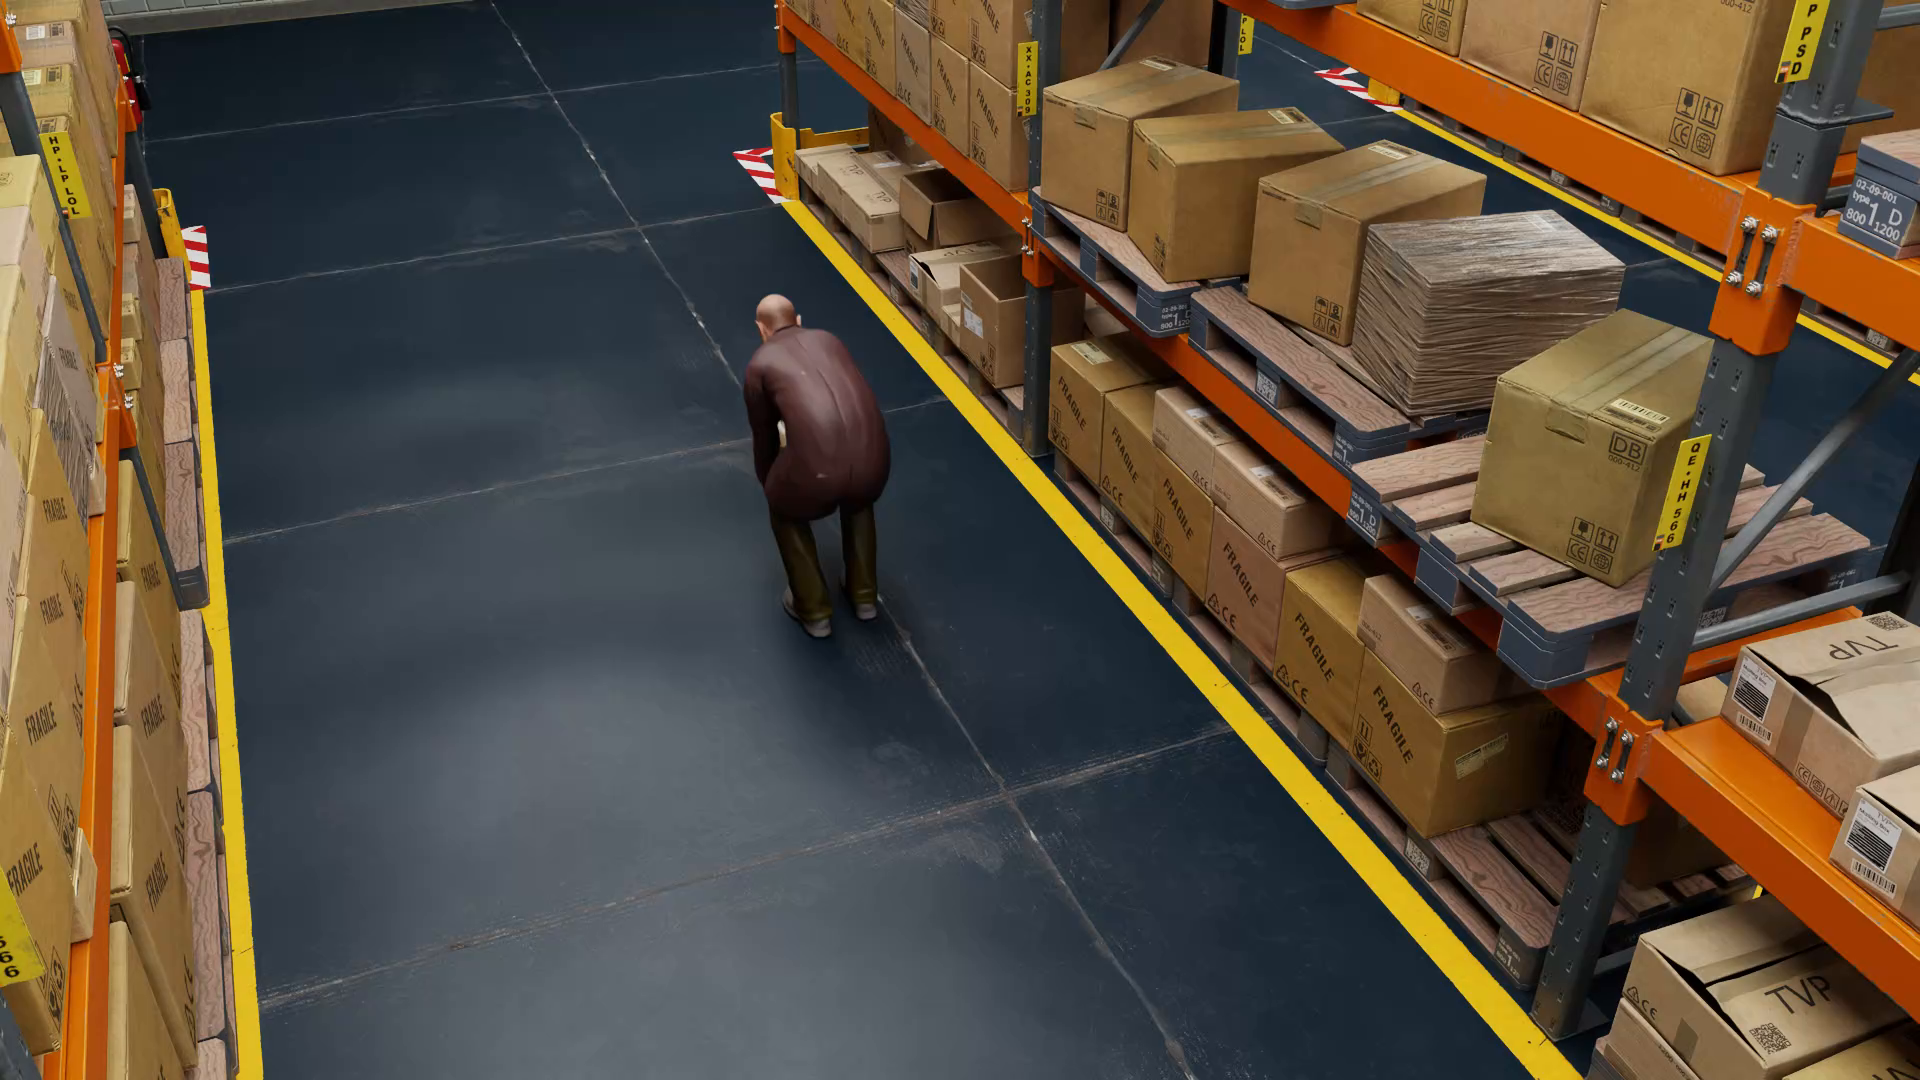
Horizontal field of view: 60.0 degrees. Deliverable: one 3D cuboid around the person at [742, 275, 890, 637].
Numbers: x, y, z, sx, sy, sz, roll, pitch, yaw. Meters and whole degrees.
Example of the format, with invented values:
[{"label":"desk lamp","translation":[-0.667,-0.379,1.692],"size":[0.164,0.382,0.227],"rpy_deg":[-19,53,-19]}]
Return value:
[{"label":"person","translation":[-0.620,-0.348,7.073],"size":[0.559,1.362,0.876],"rpy_deg":[-14,36,-20]}]
